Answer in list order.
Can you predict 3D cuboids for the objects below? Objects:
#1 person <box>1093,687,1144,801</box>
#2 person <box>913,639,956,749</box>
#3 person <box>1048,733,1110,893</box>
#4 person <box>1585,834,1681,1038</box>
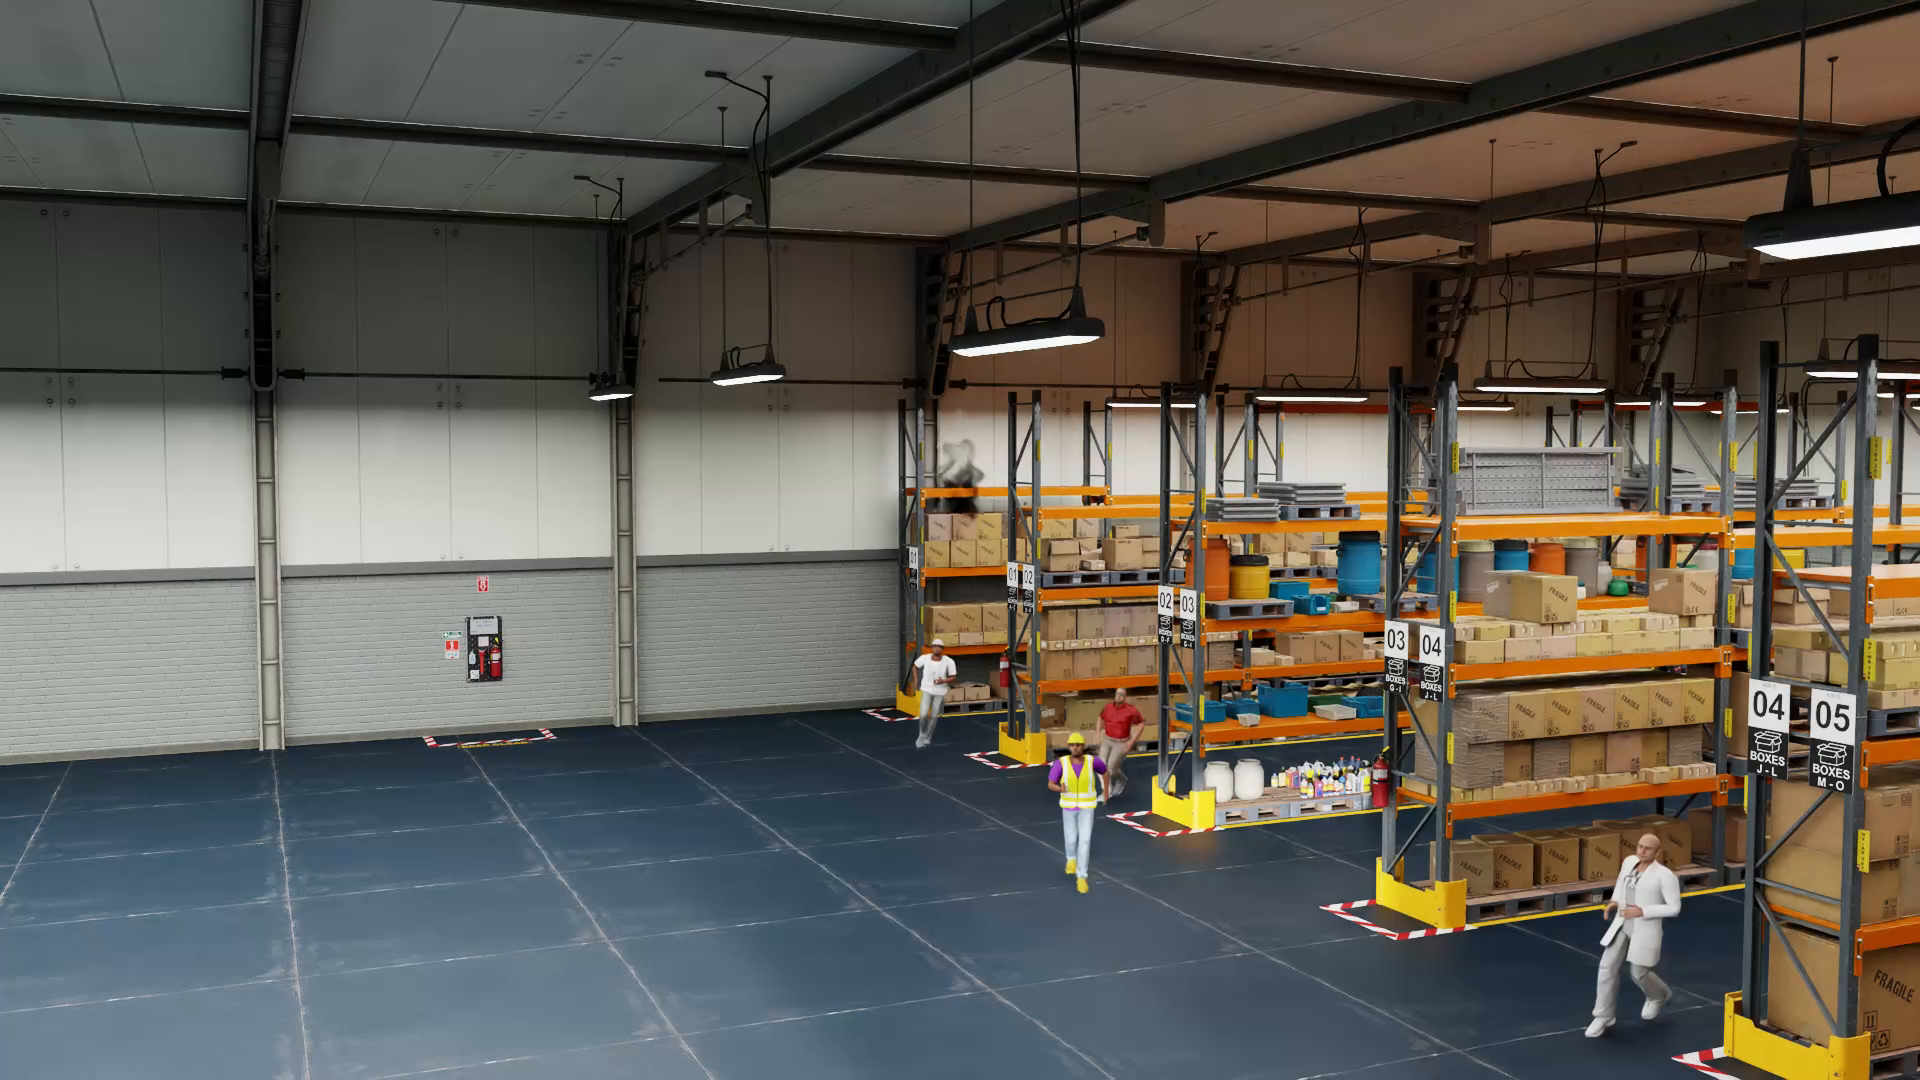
[{"bbox_3d":[2.254,2.944,23.913,0.716,1.679,0.544,3,4,38],"label":"person"},{"bbox_3d":[-0.411,2.465,26.685,0.699,1.778,0.570,0,3,0],"label":"person"},{"bbox_3d":[1.373,3.122,19.378,0.709,1.738,1.013,0,3,8],"label":"person"},{"bbox_3d":[5.957,3.446,14.527,0.983,1.782,0.733,-2,4,-31],"label":"person"}]
